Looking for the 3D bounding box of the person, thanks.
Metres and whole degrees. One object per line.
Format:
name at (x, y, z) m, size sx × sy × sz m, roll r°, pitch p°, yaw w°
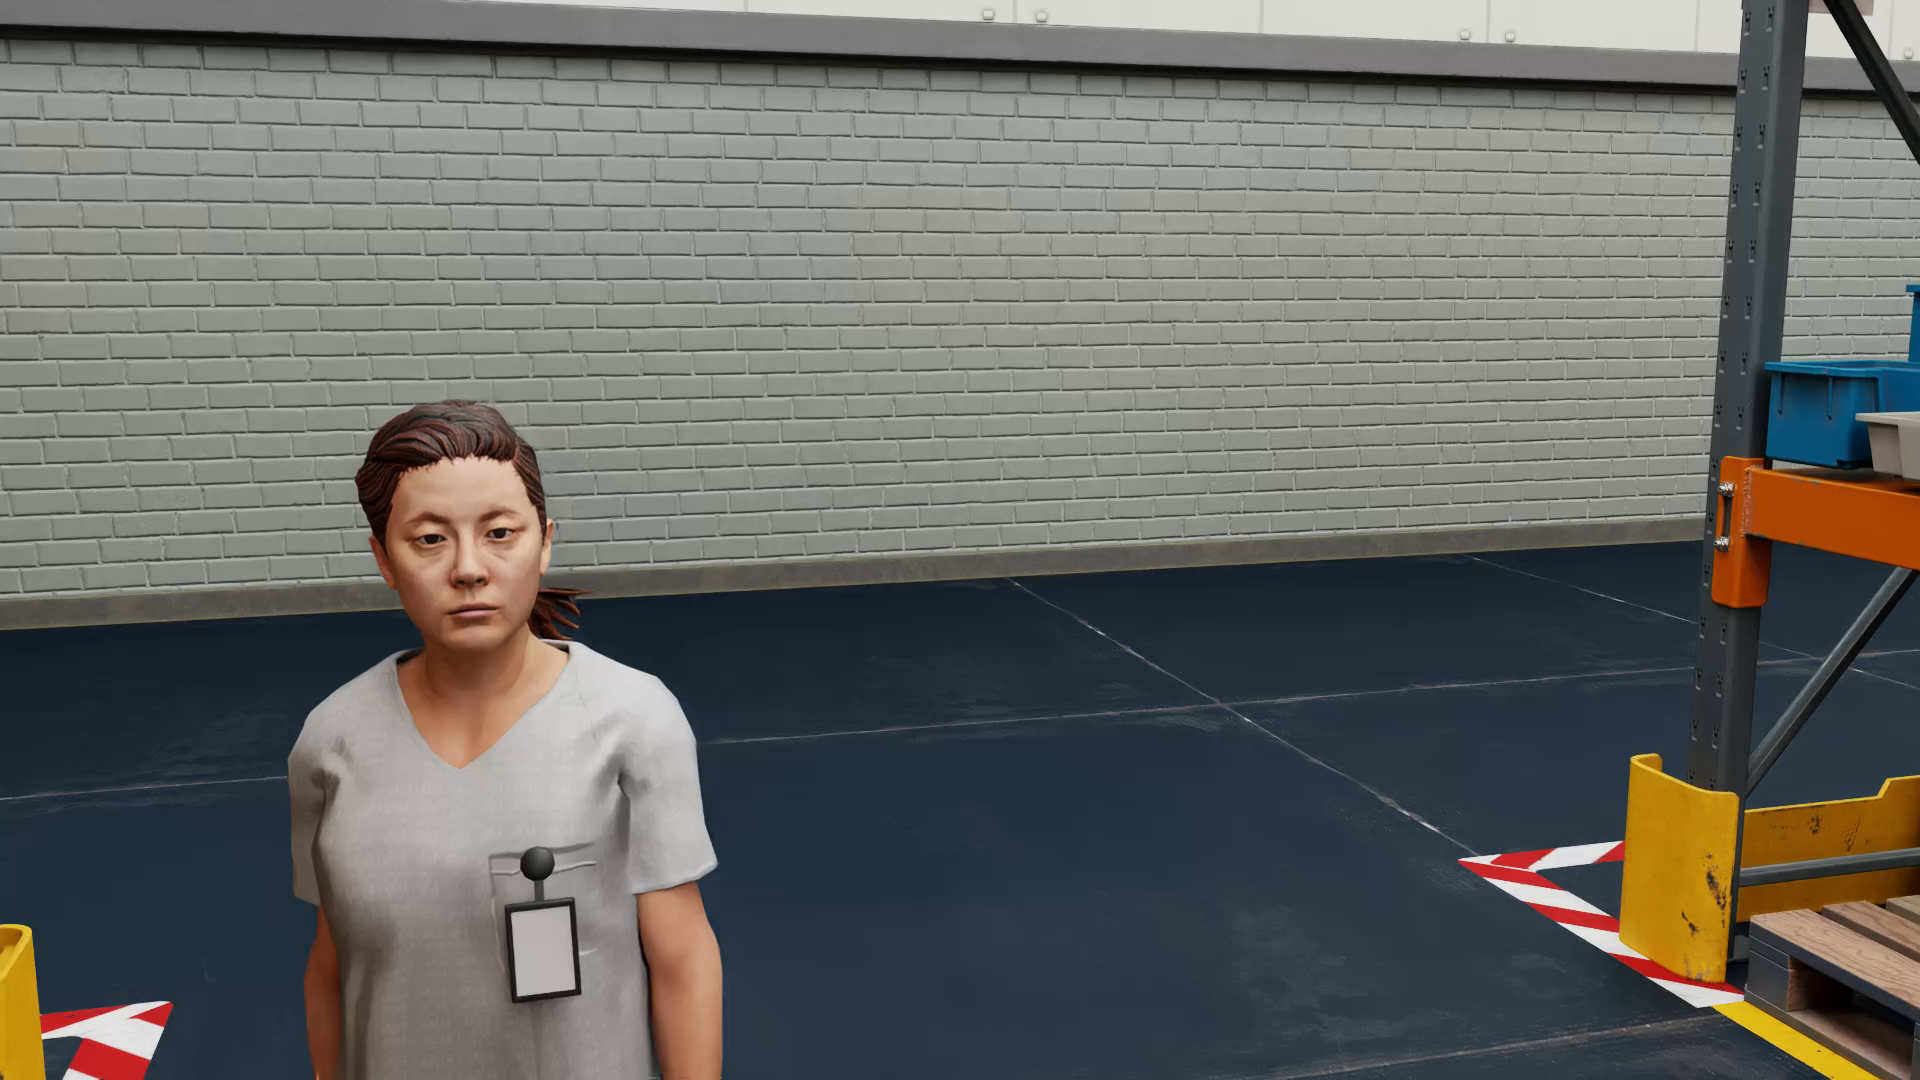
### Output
person at (-0.470, 0.674, 1.760) m, size 0.445 × 1.642 × 0.852 m, roll -1°, pitch 9°, yaw -6°
